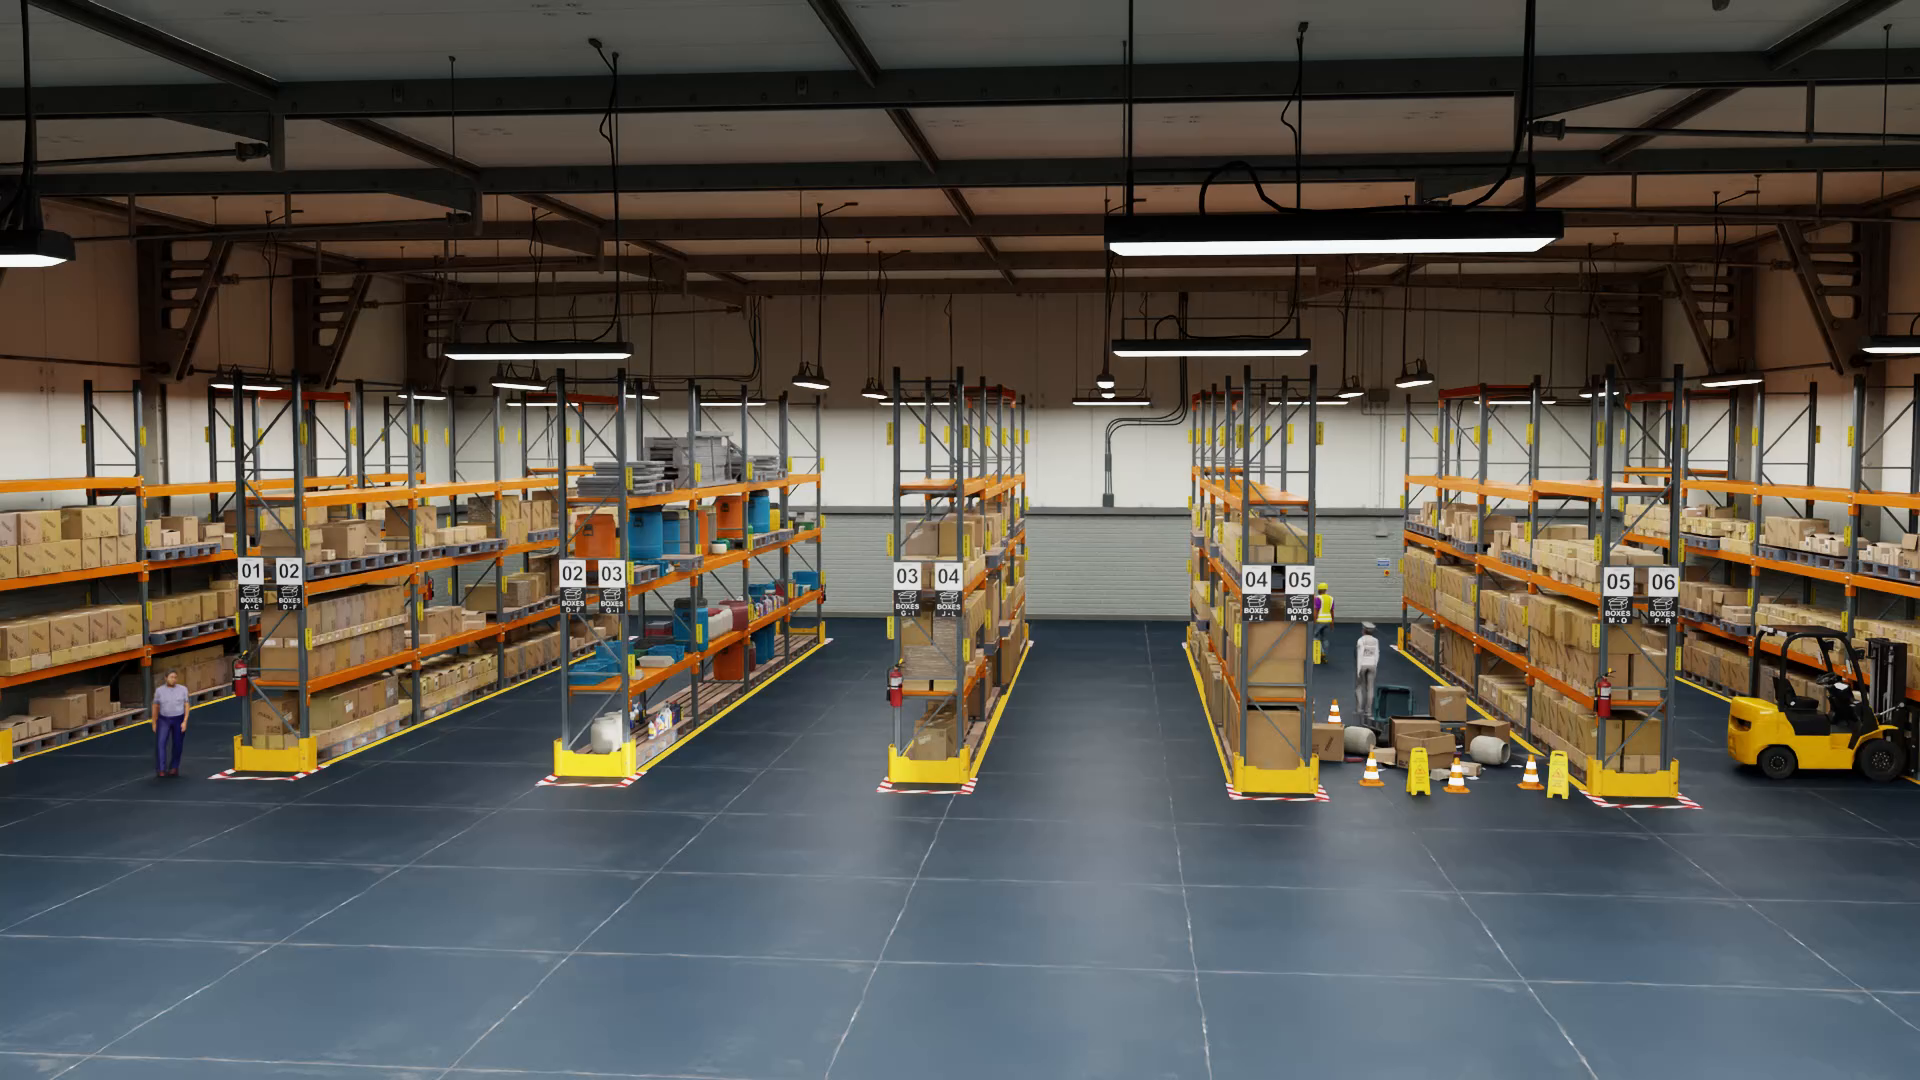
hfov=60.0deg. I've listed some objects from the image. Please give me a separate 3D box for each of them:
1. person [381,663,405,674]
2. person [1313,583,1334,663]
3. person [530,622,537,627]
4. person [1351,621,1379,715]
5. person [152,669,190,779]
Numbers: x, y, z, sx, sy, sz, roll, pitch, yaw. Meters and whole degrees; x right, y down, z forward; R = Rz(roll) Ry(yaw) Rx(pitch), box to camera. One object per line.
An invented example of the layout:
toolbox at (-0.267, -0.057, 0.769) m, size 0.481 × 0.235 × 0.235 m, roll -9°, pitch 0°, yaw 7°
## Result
person at (-11.549, 2.014, 33.669) m, size 0.622 × 1.735 × 1.025 m, roll 0°, pitch 4°, yaw 1°
person at (8.050, 1.831, 36.859) m, size 0.616 × 1.766 × 0.467 m, roll -2°, pitch 4°, yaw -31°
person at (-10.454, 1.601, 40.057) m, size 0.614 × 1.652 × 0.899 m, roll 0°, pitch 4°, yaw 3°
person at (7.314, 2.335, 29.859) m, size 0.468 × 1.737 × 0.579 m, roll 0°, pitch 4°, yaw 0°
person at (-11.514, 2.688, 24.258) m, size 0.536 × 1.585 × 0.993 m, roll -2°, pitch 4°, yaw -34°
